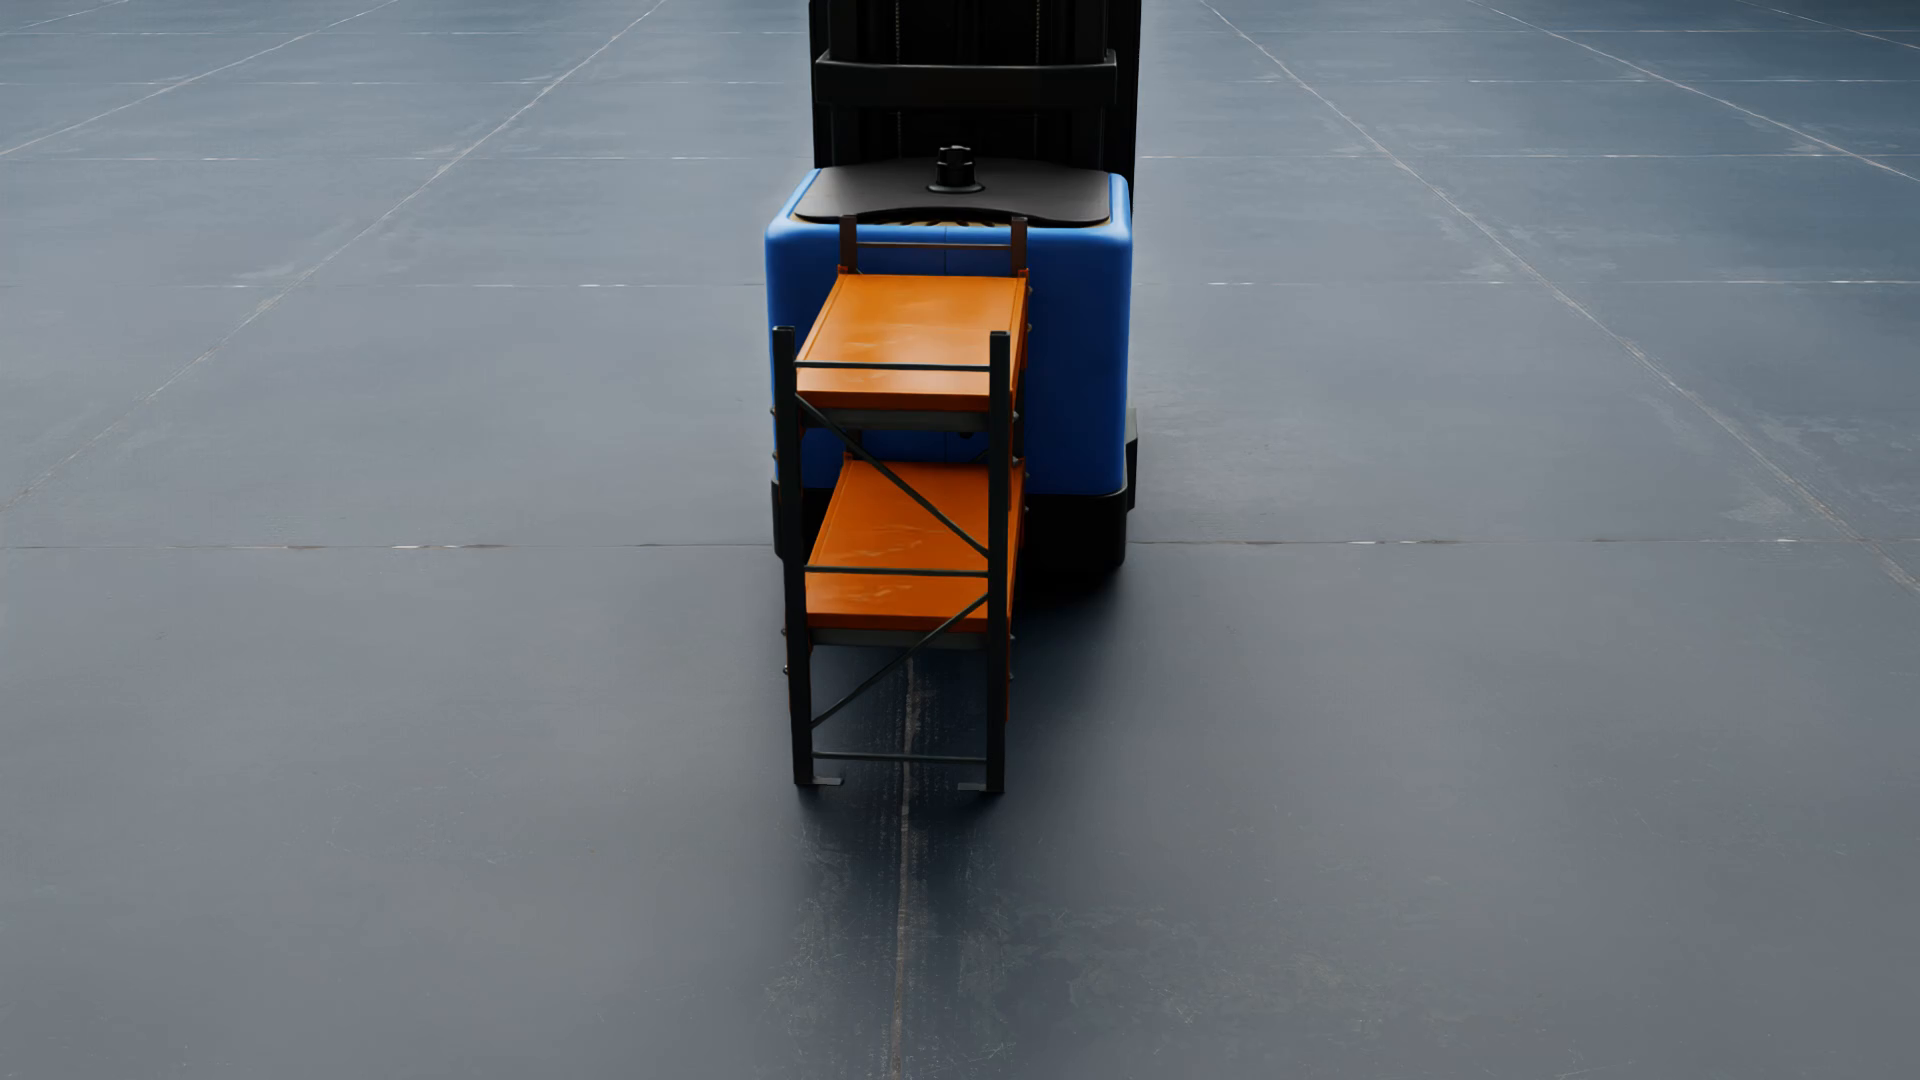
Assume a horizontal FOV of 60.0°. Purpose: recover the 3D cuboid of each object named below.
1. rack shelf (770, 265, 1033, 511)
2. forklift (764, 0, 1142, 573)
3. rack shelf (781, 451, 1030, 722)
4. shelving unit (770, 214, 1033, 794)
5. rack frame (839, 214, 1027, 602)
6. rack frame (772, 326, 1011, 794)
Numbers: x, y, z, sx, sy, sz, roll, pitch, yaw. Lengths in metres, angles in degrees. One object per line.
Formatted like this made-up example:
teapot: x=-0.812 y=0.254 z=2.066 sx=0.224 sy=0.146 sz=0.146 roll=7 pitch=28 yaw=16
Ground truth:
rack shelf: x=-0.108 y=-0.403 z=4.065 sx=0.538 sy=0.278 sz=1.000 roll=2 pitch=24 yaw=4
forklift: x=0.067 y=-1.807 z=5.690 sx=1.130 sy=2.935 sz=3.031 roll=2 pitch=24 yaw=4
rack shelf: x=-0.108 y=0.087 z=4.286 sx=0.538 sy=0.278 sz=1.000 roll=2 pitch=24 yaw=4
shelving unit: x=-0.108 y=-0.136 z=4.186 sx=0.538 sy=1.125 sz=1.048 roll=2 pitch=24 yaw=4
rack frame: x=-0.071 y=-0.345 z=4.648 sx=0.500 sy=1.125 sz=0.032 roll=2 pitch=24 yaw=4
rack frame: x=-0.144 y=0.073 z=3.724 sx=0.500 sy=1.125 sz=0.032 roll=2 pitch=24 yaw=4
